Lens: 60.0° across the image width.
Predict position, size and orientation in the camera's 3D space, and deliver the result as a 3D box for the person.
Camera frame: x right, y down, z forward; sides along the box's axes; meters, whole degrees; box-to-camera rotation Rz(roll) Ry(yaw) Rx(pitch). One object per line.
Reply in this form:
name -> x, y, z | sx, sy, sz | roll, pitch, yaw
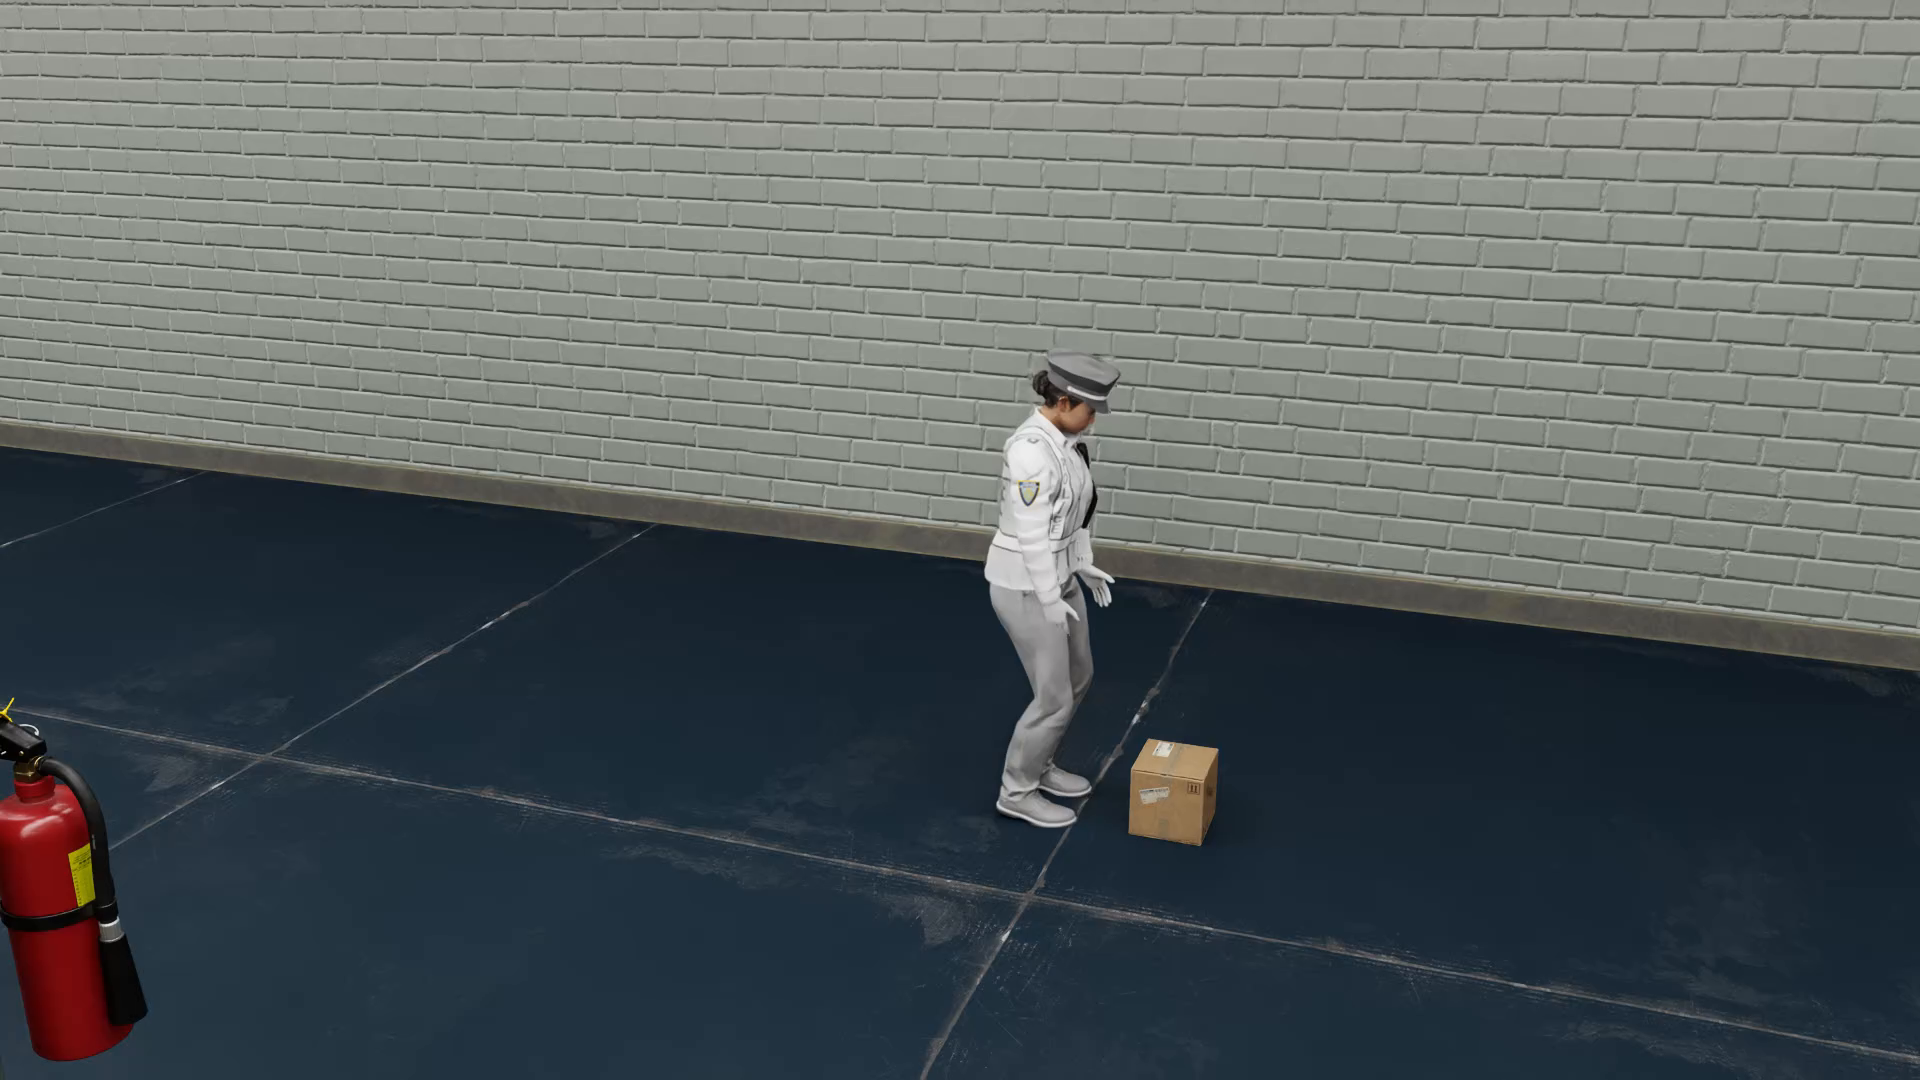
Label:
person -> 0.314, 0.157, 5.665 | 0.428, 1.636, 0.496 | 7, 20, 19
